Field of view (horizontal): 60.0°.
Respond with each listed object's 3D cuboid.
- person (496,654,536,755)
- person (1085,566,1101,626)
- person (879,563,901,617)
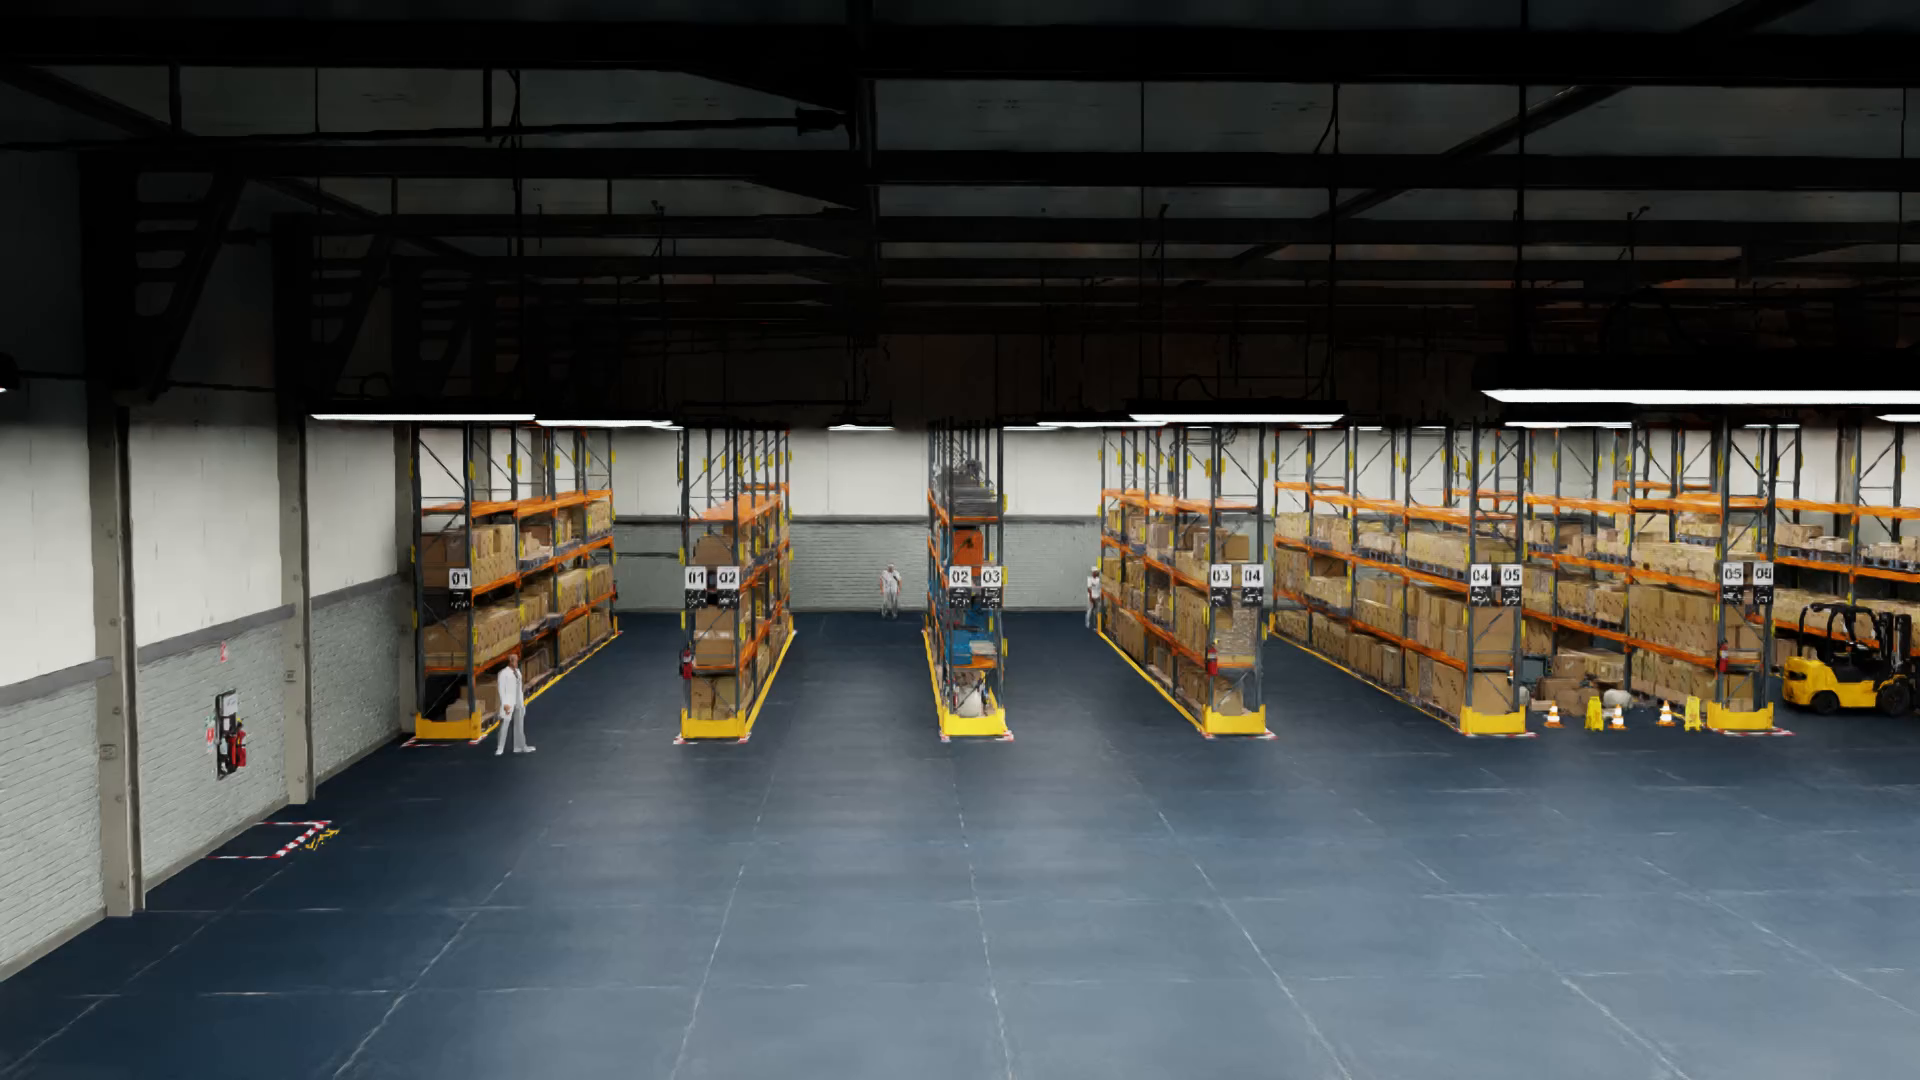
[{"bbox_3d":[-7.958,2.901,29.495,0.527,1.780,0.677,2,4,26],"label":"person"},{"bbox_3d":[3.935,1.656,48.728,0.462,1.772,0.649,3,5,36],"label":"person"},{"bbox_3d":[-2.145,1.534,51.175,0.682,1.715,0.542,0,4,-4],"label":"person"}]
